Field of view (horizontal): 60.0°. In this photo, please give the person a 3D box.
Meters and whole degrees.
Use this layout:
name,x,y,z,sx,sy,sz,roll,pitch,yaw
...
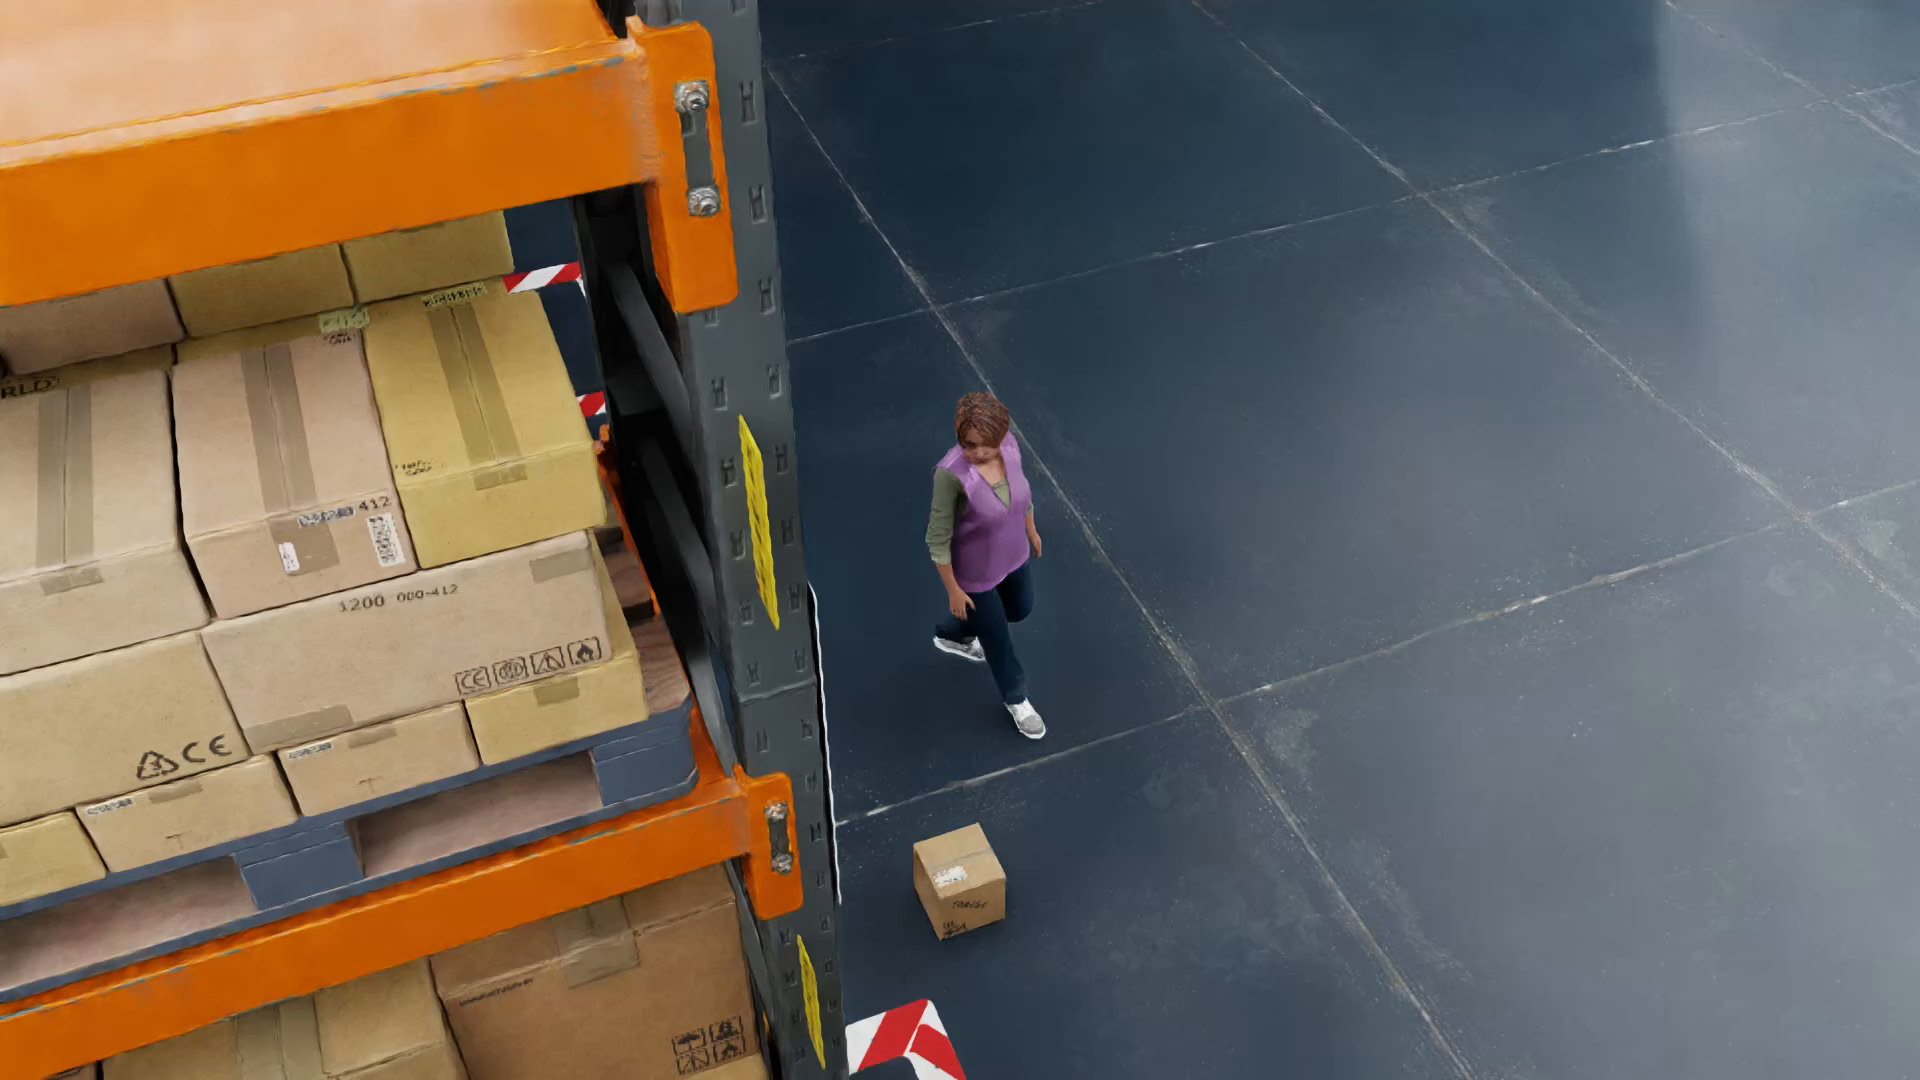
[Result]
name,x,y,z,sx,sy,sz,roll,pitch,yaw
person,0.088,0.074,6.087,0.510,1.585,0.588,-33,52,-31
